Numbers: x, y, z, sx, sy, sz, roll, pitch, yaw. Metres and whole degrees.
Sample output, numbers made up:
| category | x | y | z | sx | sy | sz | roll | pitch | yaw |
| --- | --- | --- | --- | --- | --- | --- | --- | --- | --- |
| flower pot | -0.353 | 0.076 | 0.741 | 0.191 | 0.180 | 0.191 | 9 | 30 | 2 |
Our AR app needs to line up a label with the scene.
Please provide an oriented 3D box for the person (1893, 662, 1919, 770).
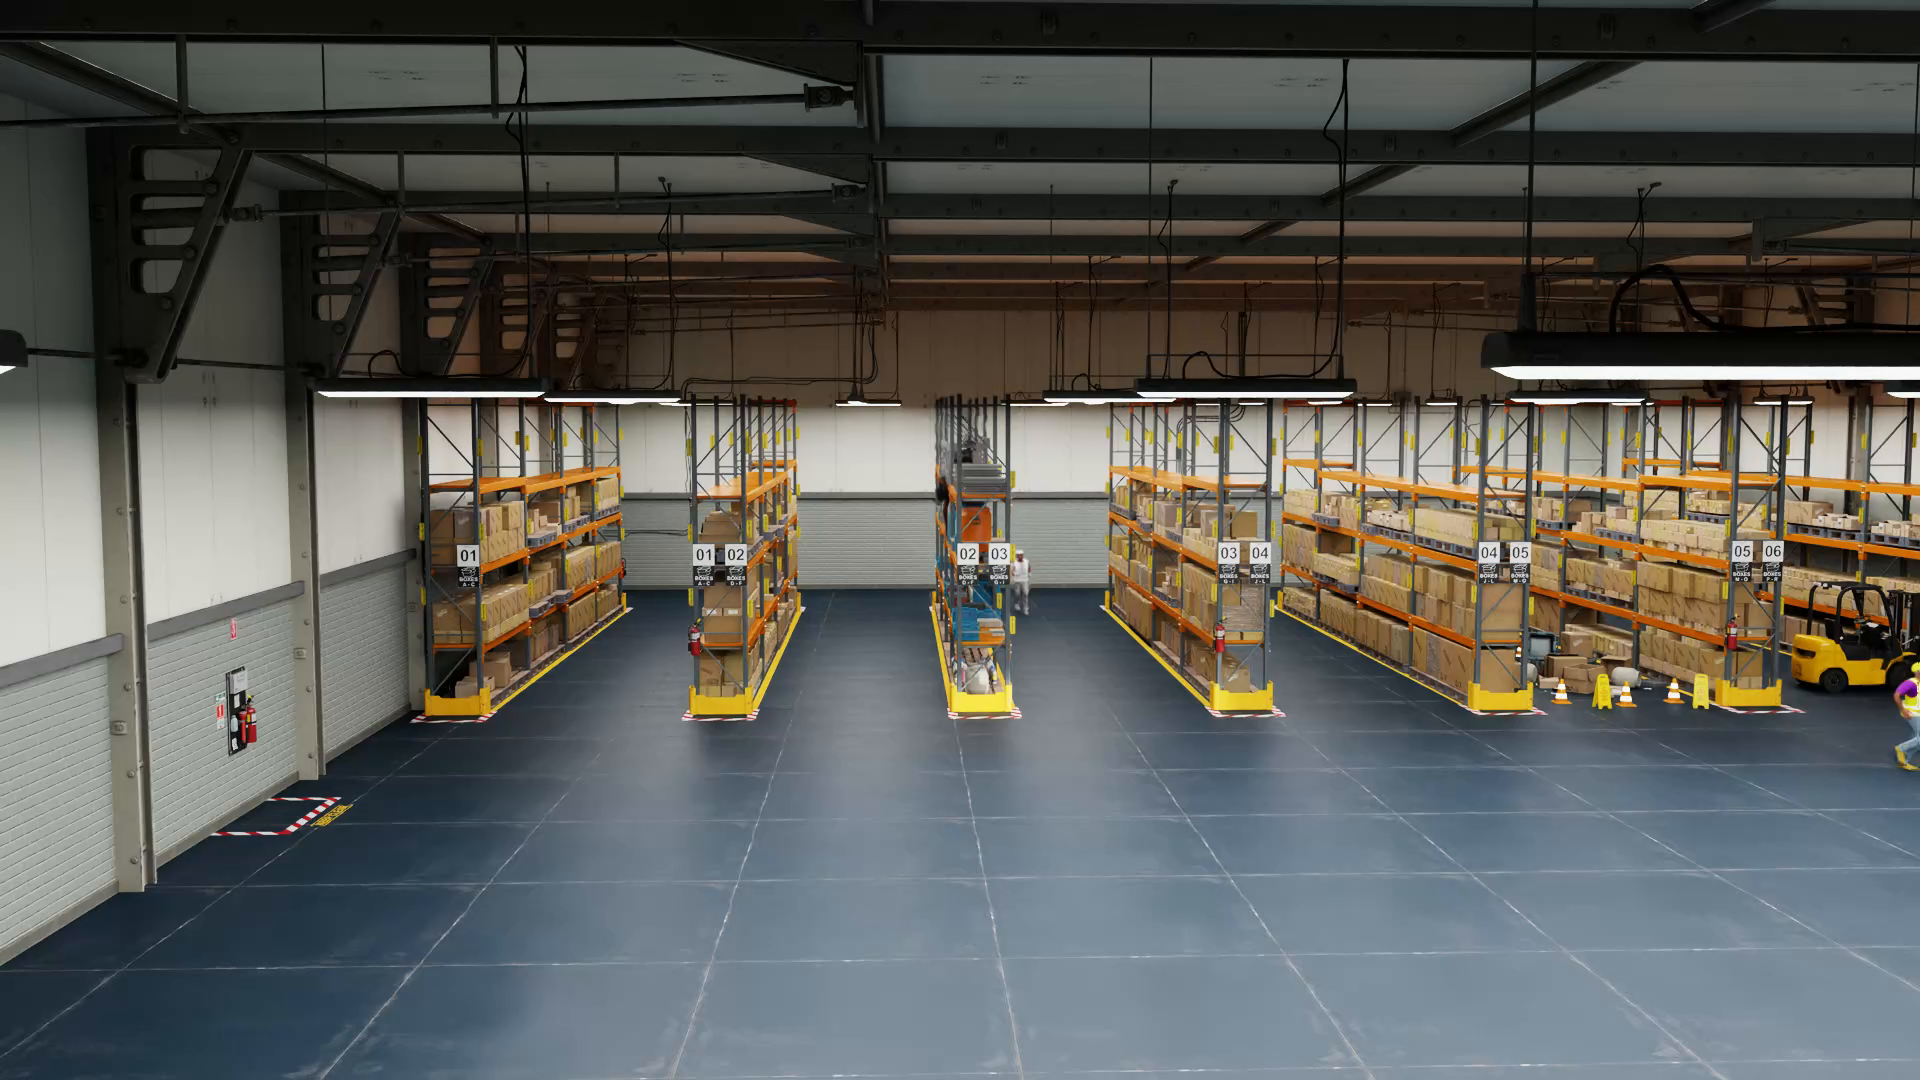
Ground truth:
| category | x | y | z | sx | sy | sz | roll | pitch | yaw |
| --- | --- | --- | --- | --- | --- | --- | --- | --- | --- |
| person | 15.177 | 2.790 | 26.332 | 0.704 | 1.718 | 0.561 | -4 | 6 | -42 |

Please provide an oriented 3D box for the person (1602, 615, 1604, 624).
| category | x | y | z | sx | sy | sz | roll | pitch | yaw |
| --- | --- | --- | --- | --- | --- | --- | --- | --- | --- |
| person | 16.528 | 1.419 | 43.313 | 0.637 | 1.754 | 0.698 | 0 | 5 | -4 |

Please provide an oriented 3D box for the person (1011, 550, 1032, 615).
| category | x | y | z | sx | sy | sz | roll | pitch | yaw |
| --- | --- | --- | --- | --- | --- | --- | --- | --- | --- |
| person | 1.681 | 1.162 | 46.322 | 0.681 | 1.773 | 1.012 | -1 | 5 | -9 |
